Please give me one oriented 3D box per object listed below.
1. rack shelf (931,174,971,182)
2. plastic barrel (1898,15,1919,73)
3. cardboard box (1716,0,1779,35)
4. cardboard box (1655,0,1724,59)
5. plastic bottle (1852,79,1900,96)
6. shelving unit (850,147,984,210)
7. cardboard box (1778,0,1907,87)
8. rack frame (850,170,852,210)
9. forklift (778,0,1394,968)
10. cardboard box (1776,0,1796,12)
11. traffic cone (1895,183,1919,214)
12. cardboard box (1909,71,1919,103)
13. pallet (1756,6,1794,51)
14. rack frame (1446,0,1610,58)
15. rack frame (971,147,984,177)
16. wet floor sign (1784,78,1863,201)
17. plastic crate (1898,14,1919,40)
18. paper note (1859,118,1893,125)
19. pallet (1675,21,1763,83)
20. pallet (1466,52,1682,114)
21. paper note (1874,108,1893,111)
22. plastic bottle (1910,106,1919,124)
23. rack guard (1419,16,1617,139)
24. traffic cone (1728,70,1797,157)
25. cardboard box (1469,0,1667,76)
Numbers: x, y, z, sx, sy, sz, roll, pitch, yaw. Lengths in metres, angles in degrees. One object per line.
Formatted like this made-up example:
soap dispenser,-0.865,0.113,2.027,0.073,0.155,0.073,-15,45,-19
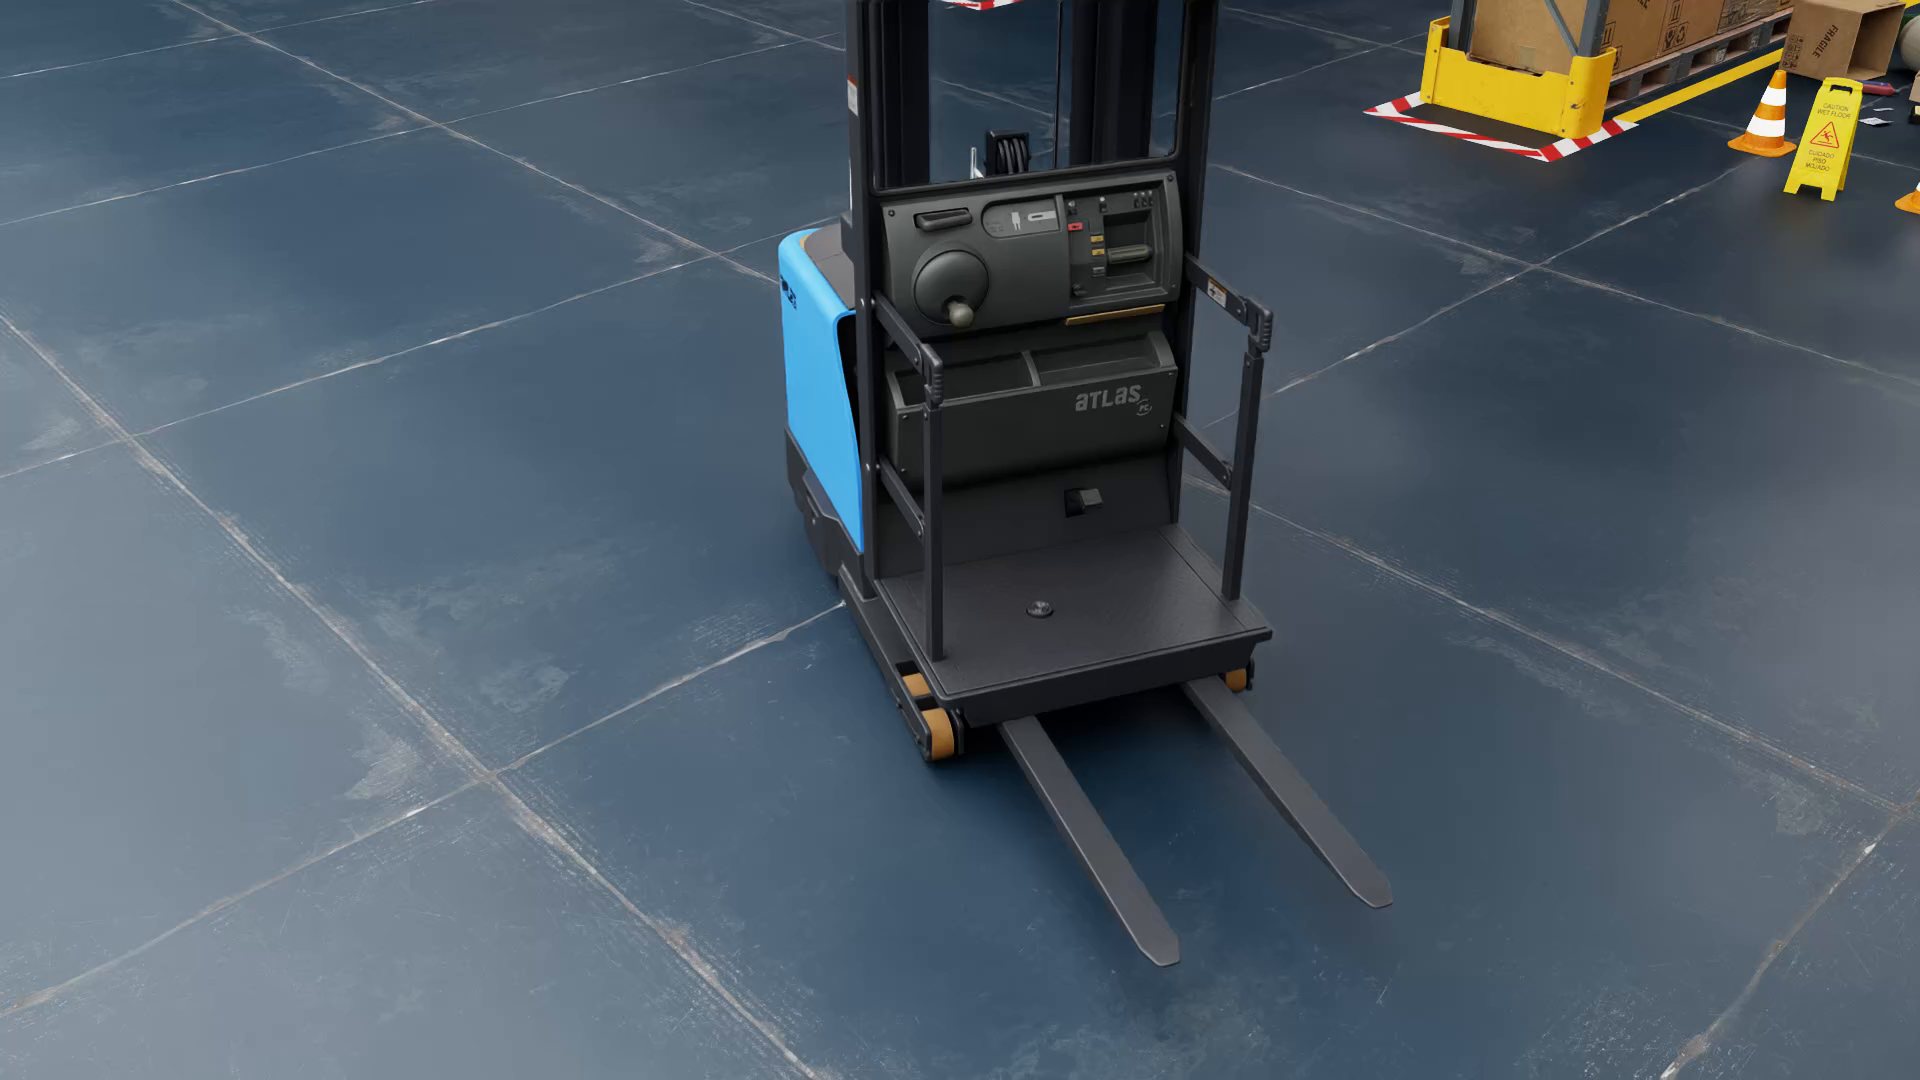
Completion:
rack shelf,-0.142,-1.265,6.371,0.480,0.148,0.258,-11,33,-17
plastic barrel,6.703,-3.375,11.363,0.421,0.421,0.512,-1,31,-2
cardboard box,5.325,-4.218,11.908,0.875,0.875,0.875,-25,40,-35
cardboard box,4.655,-3.896,11.380,0.875,0.875,0.875,-27,40,-36
plastic bottle,6.140,-3.027,11.141,0.283,0.061,0.133,15,34,23
shelving unit,-0.141,-0.910,6.588,0.503,1.200,0.258,-11,33,-17
cardboard box,6.052,-3.455,11.418,0.500,0.500,0.500,-19,36,-28
rack frame,-0.371,-0.867,6.518,0.015,1.200,0.240,-11,33,-17
forklift,0.300,-0.809,4.764,1.130,2.935,3.031,-11,33,-17
cardboard box,5.983,-4.540,12.433,0.875,0.875,0.875,-25,39,-35
traffic cone,5.433,-2.054,9.166,0.334,0.463,0.336,-26,40,-35
cardboard box,6.484,-2.983,10.873,0.258,0.266,0.396,-19,36,-28
pallet,5.881,-4.034,12.644,1.213,0.211,1.003,-26,40,-35
rack frame,3.559,-4.044,9.989,0.127,3.000,1.000,-26,40,-35
rack frame,0.088,-0.953,6.657,0.015,1.200,0.240,-11,33,-17
wet floor sign,4.884,-2.272,9.348,0.267,0.644,0.232,22,37,31
plastic crate,7.256,-3.725,12.107,0.662,0.188,0.450,-7,22,-11
paper note,5.833,-2.669,10.587,0.142,0.017,0.144,-12,34,-19
pallet,4.987,-3.599,11.933,1.213,0.211,1.003,-26,40,-35
pallet,4.092,-3.168,11.229,1.213,0.211,1.003,-26,40,-35
paper note,6.011,-2.802,10.823,0.123,0.001,0.032,-7,32,-11
plastic bottle,6.170,-2.729,10.655,0.133,0.061,0.283,15,34,23
rack guard,3.542,-2.969,10.627,0.348,0.500,1.175,-26,40,-35
traffic cone,4.914,-2.607,10.070,0.334,0.463,0.336,-26,40,-35
cardboard box,4.011,-3.583,10.868,0.875,0.875,0.875,-26,40,-35
